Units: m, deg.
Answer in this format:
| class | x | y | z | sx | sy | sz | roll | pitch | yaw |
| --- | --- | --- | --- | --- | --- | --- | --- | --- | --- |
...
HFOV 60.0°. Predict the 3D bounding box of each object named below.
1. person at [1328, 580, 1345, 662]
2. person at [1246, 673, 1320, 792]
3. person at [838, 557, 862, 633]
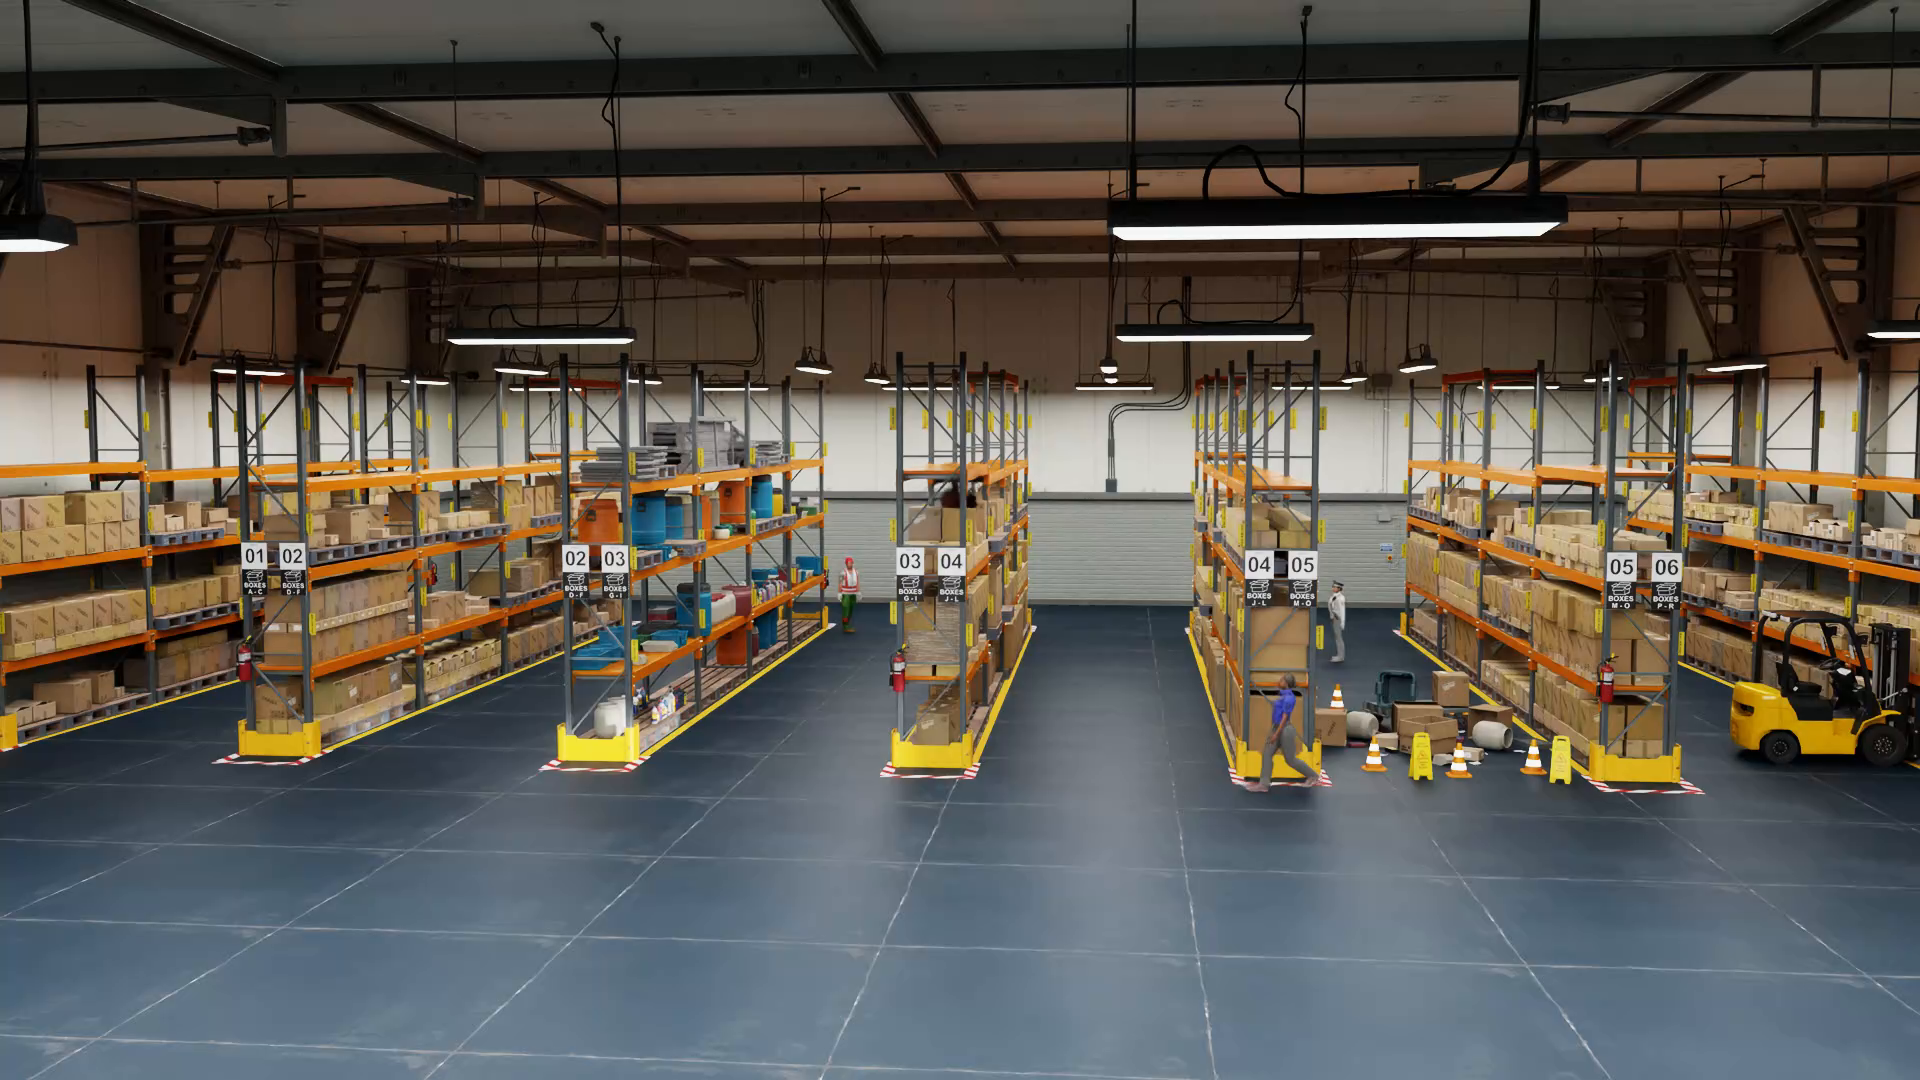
| class | x | y | z | sx | sy | sz | roll | pitch | yaw |
| --- | --- | --- | --- | --- | --- | --- | --- | --- | --- |
| person | 7.875 | 1.688 | 34.776 | 0.353 | 1.693 | 0.541 | 0 | 4 | 6 |
| person | 4.355 | 2.600 | 22.418 | 0.915 | 1.613 | 0.419 | -1 | 4 | -18 |
| person | -2.588 | 1.303 | 39.550 | 0.575 | 1.788 | 0.566 | -4 | 6 | -43 |
